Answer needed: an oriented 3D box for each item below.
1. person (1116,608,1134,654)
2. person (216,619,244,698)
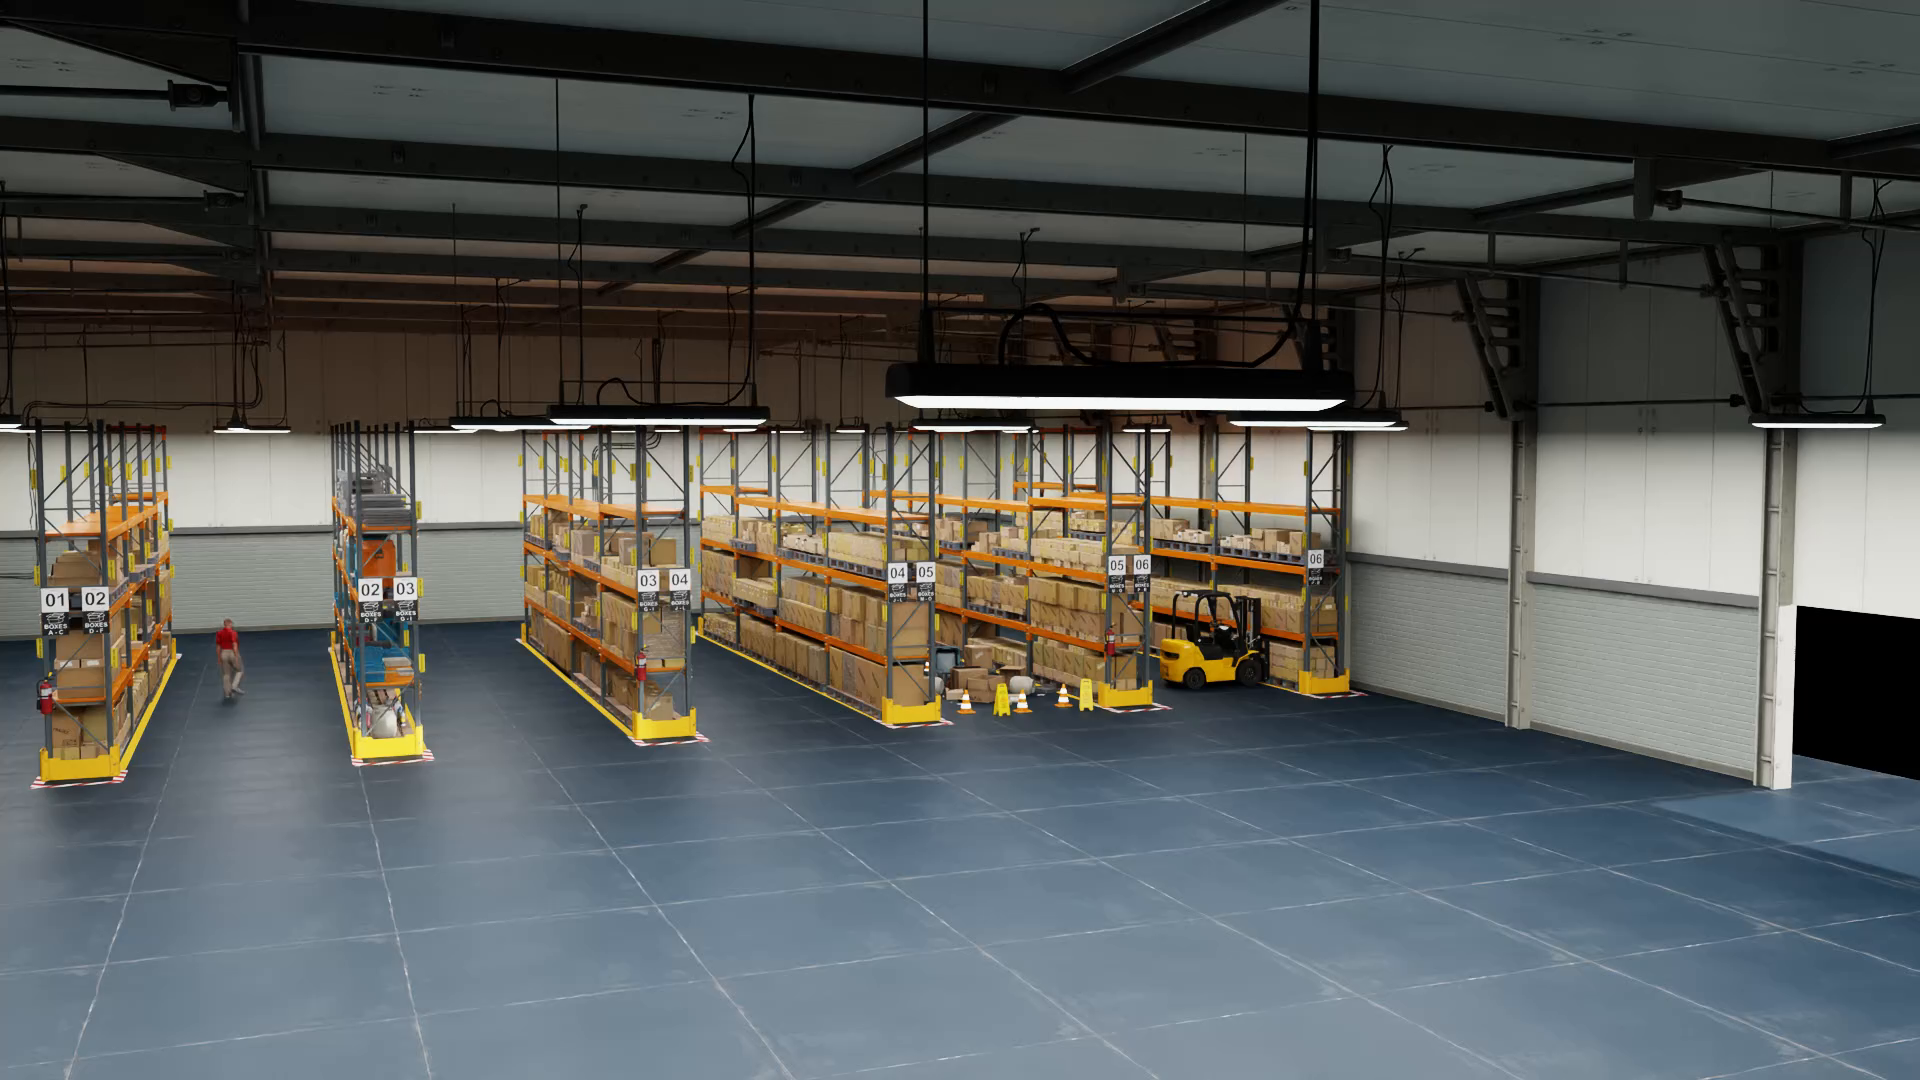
[{"bbox_3d":[3.975,2.403,39.809,0.676,1.676,0.832,-1,4,-22],"label":"person"},{"bbox_3d":[-15.983,2.582,36.382,0.587,1.714,0.478,0,4,-7],"label":"person"}]
